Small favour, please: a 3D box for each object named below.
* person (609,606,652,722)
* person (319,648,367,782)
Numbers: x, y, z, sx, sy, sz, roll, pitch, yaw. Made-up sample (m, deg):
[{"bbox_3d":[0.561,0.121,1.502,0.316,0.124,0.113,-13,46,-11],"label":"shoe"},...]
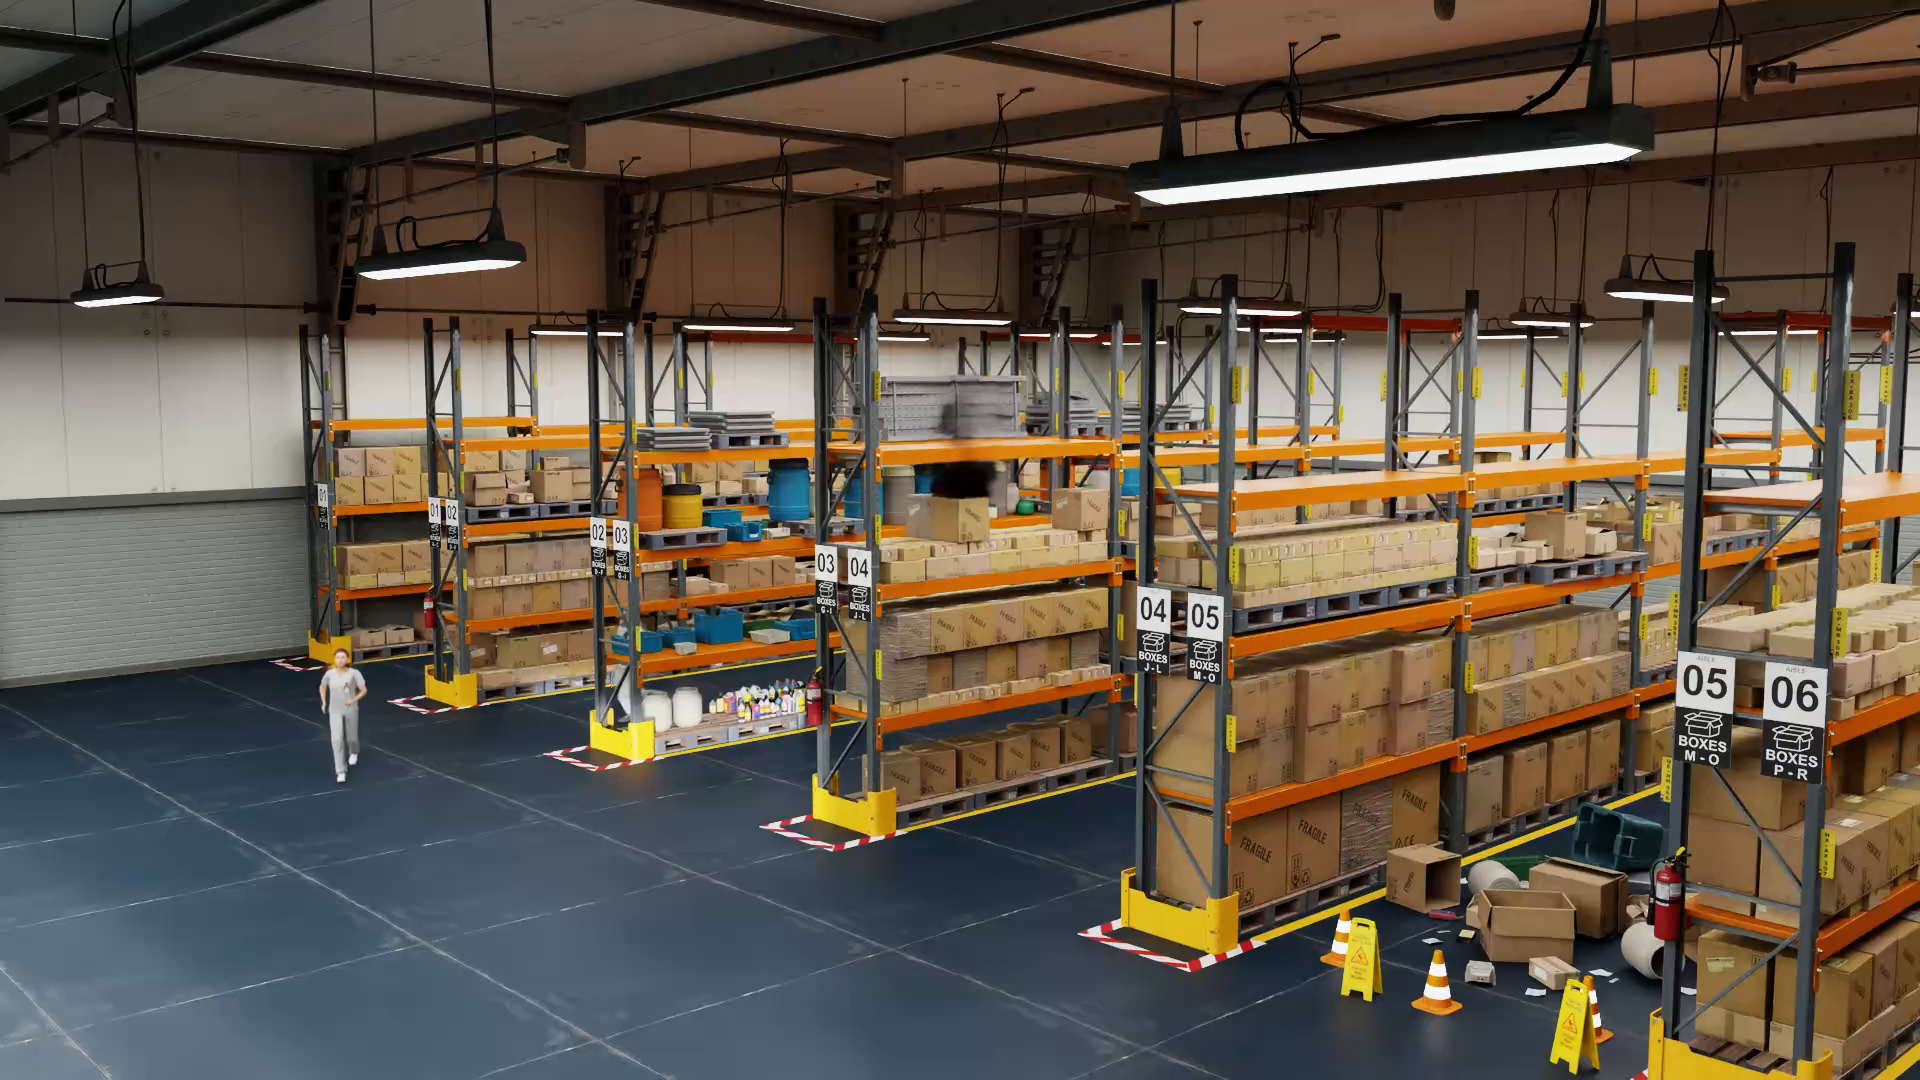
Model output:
[{"bbox_3d":[-4.876,1.827,24.663,0.622,1.730,0.667,-5,8,-43],"label":"person"},{"bbox_3d":[-7.865,2.199,21.211,0.593,1.629,0.907,-1,6,-12],"label":"person"}]
